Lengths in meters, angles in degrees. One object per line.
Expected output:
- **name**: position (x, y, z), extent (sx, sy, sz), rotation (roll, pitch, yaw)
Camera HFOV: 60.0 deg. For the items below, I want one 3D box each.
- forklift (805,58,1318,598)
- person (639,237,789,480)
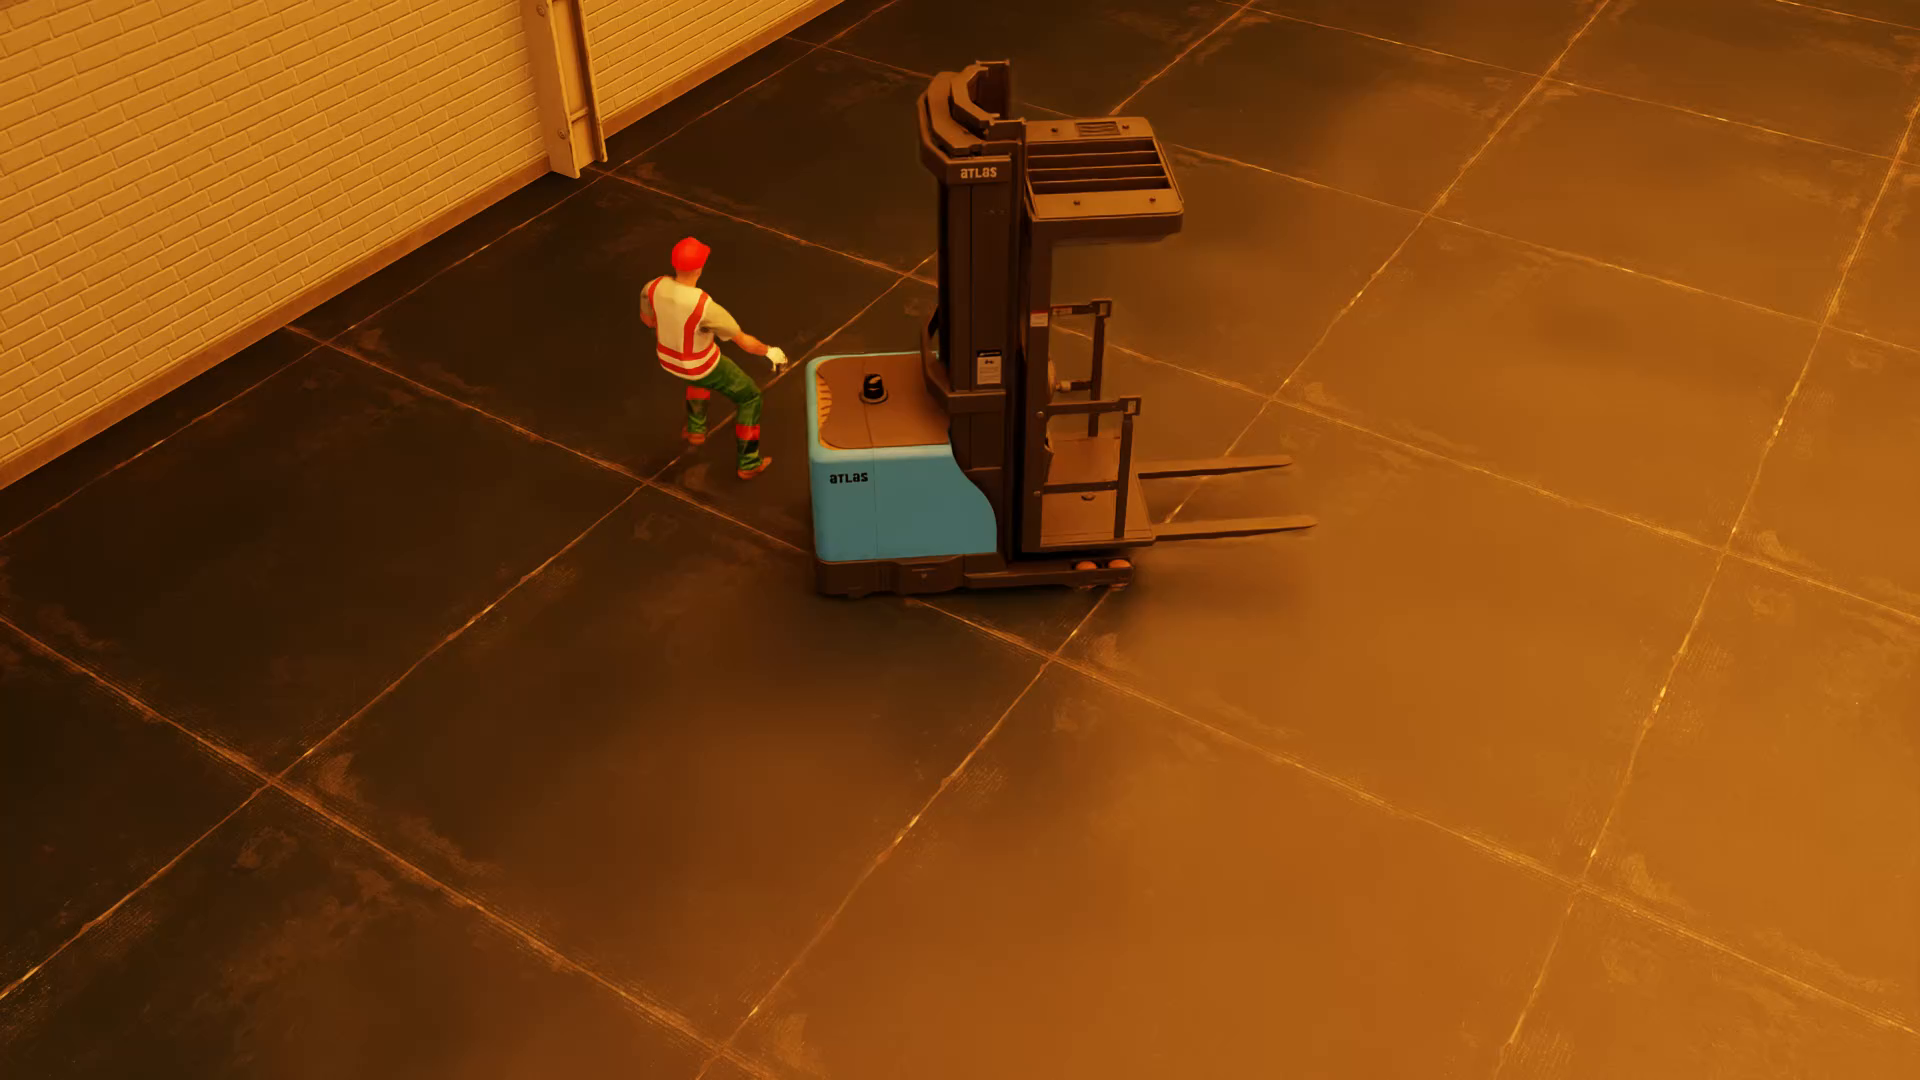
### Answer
- **forklift**: position (0.616, -1.167, 9.344), extent (3.031, 2.935, 1.130), rotation (-3, 40, -4)
- **person**: position (-1.564, -1.162, 10.363), extent (0.858, 1.699, 0.554), rotation (22, 45, 24)
